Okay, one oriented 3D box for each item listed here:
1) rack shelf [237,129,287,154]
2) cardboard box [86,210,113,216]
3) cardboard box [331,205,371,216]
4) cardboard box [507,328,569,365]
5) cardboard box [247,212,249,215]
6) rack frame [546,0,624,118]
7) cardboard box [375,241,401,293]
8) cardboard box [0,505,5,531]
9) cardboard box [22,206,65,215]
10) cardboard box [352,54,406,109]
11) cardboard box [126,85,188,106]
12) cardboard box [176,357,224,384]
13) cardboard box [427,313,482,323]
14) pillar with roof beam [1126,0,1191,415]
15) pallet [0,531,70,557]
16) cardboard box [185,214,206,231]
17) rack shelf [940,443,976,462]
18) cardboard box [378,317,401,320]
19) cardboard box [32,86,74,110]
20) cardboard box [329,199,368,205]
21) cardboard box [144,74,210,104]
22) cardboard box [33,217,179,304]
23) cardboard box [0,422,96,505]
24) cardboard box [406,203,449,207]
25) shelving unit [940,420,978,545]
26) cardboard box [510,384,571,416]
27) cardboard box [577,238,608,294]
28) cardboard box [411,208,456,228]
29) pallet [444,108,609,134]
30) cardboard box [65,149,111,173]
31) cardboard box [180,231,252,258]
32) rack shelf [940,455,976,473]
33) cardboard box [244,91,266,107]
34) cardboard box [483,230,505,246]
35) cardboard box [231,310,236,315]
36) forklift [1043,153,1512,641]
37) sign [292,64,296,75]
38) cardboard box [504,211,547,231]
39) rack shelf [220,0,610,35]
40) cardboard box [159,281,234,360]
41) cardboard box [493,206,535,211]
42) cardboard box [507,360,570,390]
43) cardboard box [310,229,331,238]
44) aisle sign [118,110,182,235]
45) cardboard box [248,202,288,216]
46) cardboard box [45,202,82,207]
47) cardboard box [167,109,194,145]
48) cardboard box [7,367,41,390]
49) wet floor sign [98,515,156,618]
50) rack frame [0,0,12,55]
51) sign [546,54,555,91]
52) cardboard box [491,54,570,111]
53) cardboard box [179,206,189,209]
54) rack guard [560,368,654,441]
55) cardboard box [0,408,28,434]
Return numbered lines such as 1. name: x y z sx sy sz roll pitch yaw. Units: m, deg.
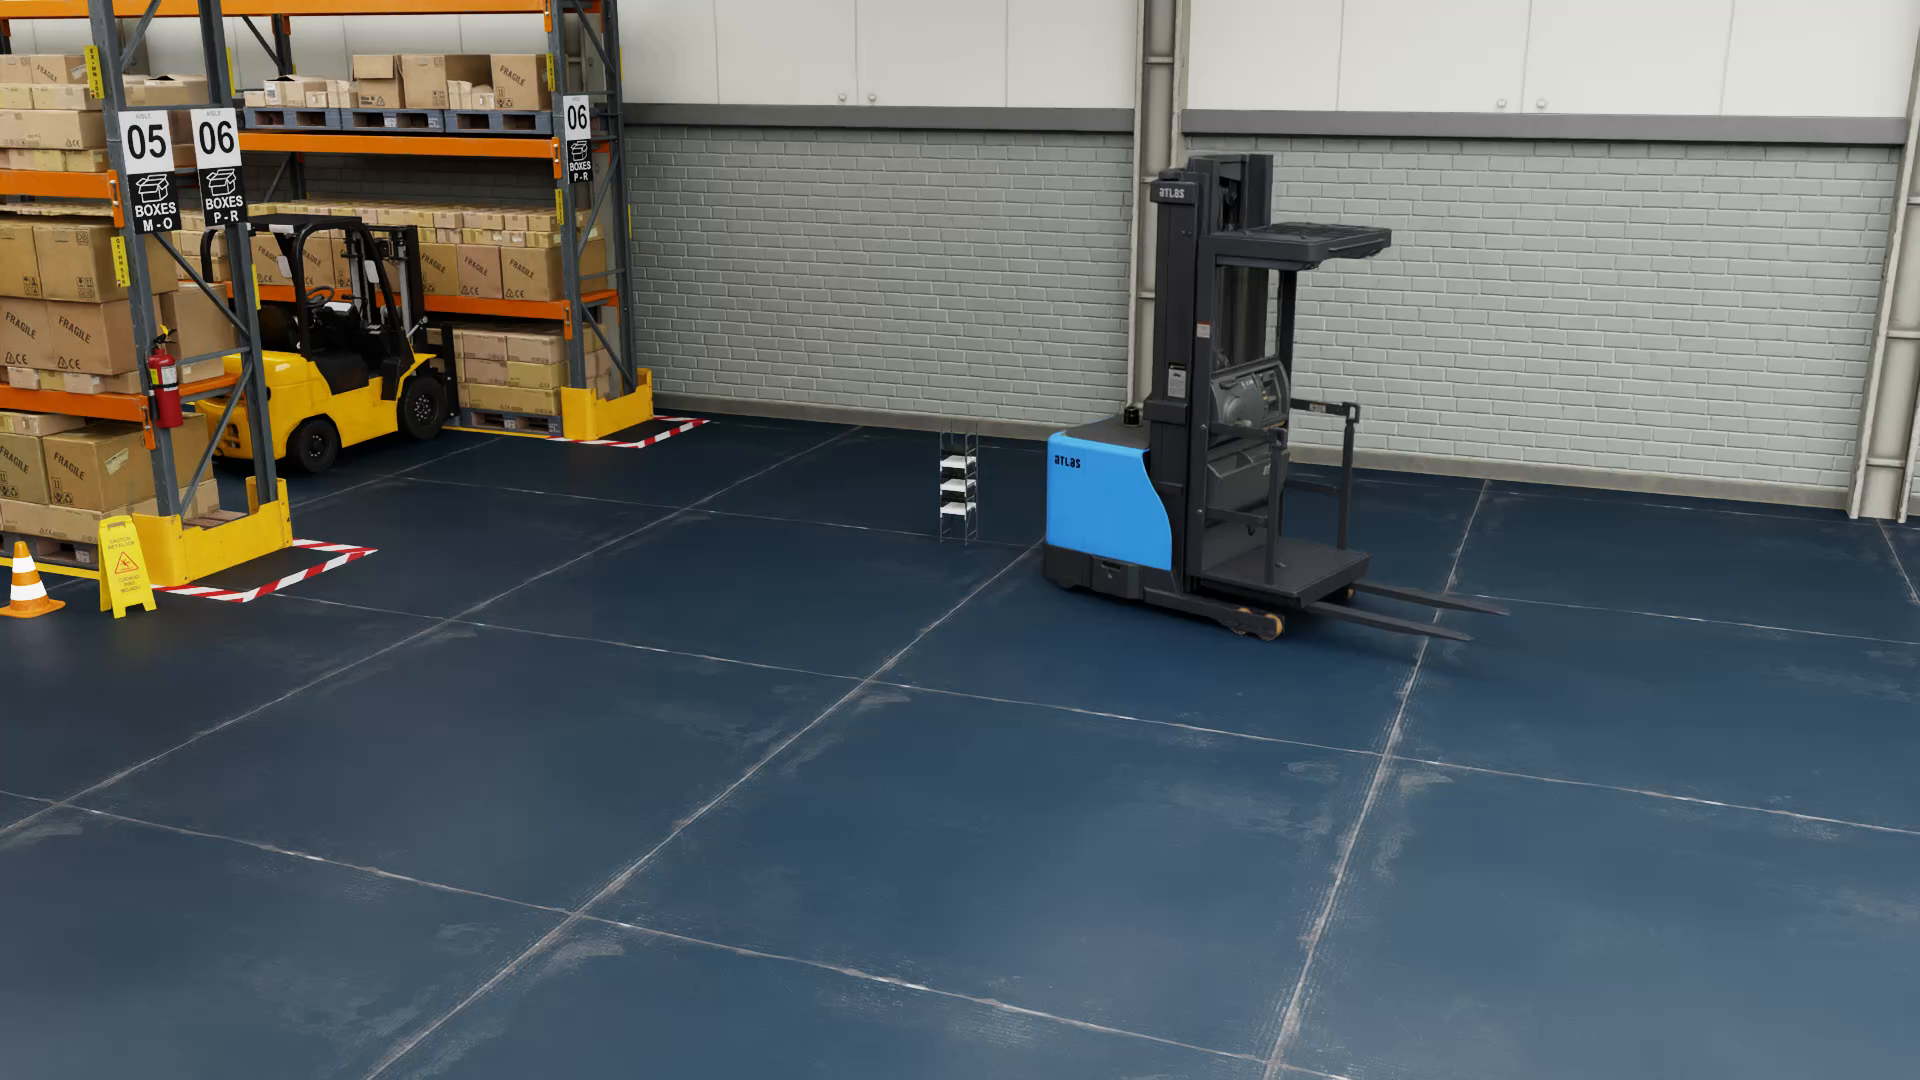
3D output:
1. rack shelf: -9.082 -4.267 17.903 4.000 0.370 1.077 6 17 21
2. cardboard box: -9.095 -3.435 17.782 0.250 0.149 0.380 6 17 19
3. cardboard box: -6.064 -3.261 16.650 0.250 0.149 0.380 6 17 20
4. cardboard box: -4.043 -1.886 16.176 0.500 0.250 0.500 7 18 22
5. cardboard box: -7.470 -3.419 17.727 0.250 0.149 0.380 6 17 19
6. rack frame: -3.500 -5.440 15.270 0.127 3.000 1.000 6 17 21
7. cardboard box: -5.482 -2.745 16.570 0.500 0.500 0.500 6 17 21
8. cardboard box: -7.137 -0.272 12.409 0.500 0.250 0.500 6 17 19
9. cardboard box: -10.009 -3.557 18.204 0.250 0.149 0.380 6 17 21
10. cardboard box: -5.448 -4.481 16.230 0.637 0.503 0.797 7 18 22
11. cardboard box: -5.574 -3.063 11.484 0.250 0.149 0.380 6 17 20
12. cardboard box: -5.558 -1.239 12.010 0.250 0.149 0.380 6 17 21
13. cardboard box: -5.280 -2.176 17.176 0.500 0.250 0.500 6 17 20
14. pillar with roof beam: 0.184 -4.014 10.360 0.400 9.000 9.100 6 17 21
15. pallet: -7.263 -0.157 12.836 1.213 0.211 1.003 6 17 21
16. cardboard box: -7.867 -3.326 17.408 0.250 0.149 0.380 6 17 20
17. rack shelf: -0.008 -0.660 12.485 0.200 0.077 0.258 6 17 21
18. cardboard box: -5.948 -2.095 16.896 0.500 0.250 0.500 7 18 23
19. cardboard box: -5.967 -2.968 11.157 0.250 0.149 0.380 7 17 22
20. cardboard box: -6.344 -3.456 17.321 0.250 0.149 0.380 6 17 20
21. cardboard box: -7.984 -4.626 17.075 0.500 0.311 0.500 6 17 19
22. cardboard box: -5.874 -1.937 11.461 0.500 0.500 0.700 6 17 19
23. cardboard box: -6.646 -0.579 12.121 0.500 0.500 0.500 7 18 23
24. cardboard box: -5.410 -3.342 16.930 0.250 0.149 0.380 7 18 22
25. shelving unit: -0.008 -0.433 12.551 0.210 0.900 0.258 6 17 21
26. cardboard box: -4.053 -1.406 16.315 0.500 0.250 0.500 6 17 21
27. cardboard box: -3.859 -2.729 16.515 0.500 0.500 0.500 7 18 22
28. cardboard box: -5.135 -3.147 16.259 0.250 0.149 0.380 7 17 22
29. pallet: -4.149 -4.036 15.973 1.213 0.211 1.003 6 17 21
30. cardboard box: -5.753 -2.555 11.163 0.250 0.149 0.380 6 17 21
31. cardboard box: -7.772 -3.120 17.412 0.500 0.250 0.500 6 17 19
32. rack shelf: -0.008 -0.574 12.510 0.200 0.077 0.258 6 17 21
33. cardboard box: -6.915 -4.413 16.631 0.250 0.149 0.380 7 17 22
34. cardboard box: -4.393 -2.942 16.084 0.250 0.149 0.380 7 17 22
35. cardboard box: -8.430 -2.161 18.243 0.625 0.625 0.875 6 17 20
36. forklift: 2.044 -0.939 10.650 3.031 2.935 1.130 13 20 37
37. sign: -7.019 -4.839 17.511 0.005 0.325 0.100 6 17 21
38. cardboard box: -4.152 -3.060 15.958 0.250 0.149 0.380 6 17 21
39. rack shelf: -5.361 -5.107 16.131 4.000 0.370 1.077 6 17 21
40. cardboard box: -5.657 -1.582 12.030 0.500 0.500 0.500 6 17 20
41. cardboard box: -4.441 -3.239 16.573 0.250 0.149 0.380 6 17 21
42. cardboard box: -4.068 -1.649 16.254 0.500 0.250 0.500 6 17 20
43. cardboard box: -6.325 -3.136 16.754 0.250 0.149 0.380 7 17 22
44. aisle sign: -5.367 -2.438 11.027 0.004 0.787 0.394 6 17 21
45. cardboard box: -7.034 -3.361 16.993 0.250 0.149 0.380 7 17 22
46. cardboard box: -10.063 -3.716 18.749 0.250 0.149 0.380 6 17 21
47. cardboard box: -5.688 -2.903 11.647 0.500 0.250 0.500 6 17 20
48. cardboard box: -6.502 -1.180 11.810 0.250 0.149 0.380 7 17 22
49. wet floor sign: -5.534 0.157 10.976 0.232 0.644 0.267 14 21 40
50. rack frame: -10.942 -6.258 18.089 0.127 3.000 1.000 6 17 21
51. sign: -3.712 -4.247 15.096 0.005 0.325 0.100 6 17 21
52. cardboard box: -4.002 -4.279 15.540 0.500 0.500 0.500 7 18 22
53. cardboard box: -8.636 -3.563 18.224 0.250 0.149 0.380 6 17 20
54. rack guard: -3.478 -1.356 16.447 0.348 0.500 1.175 6 17 21
55. cardboard box: -6.758 -0.885 12.011 0.250 0.149 0.380 7 17 22
